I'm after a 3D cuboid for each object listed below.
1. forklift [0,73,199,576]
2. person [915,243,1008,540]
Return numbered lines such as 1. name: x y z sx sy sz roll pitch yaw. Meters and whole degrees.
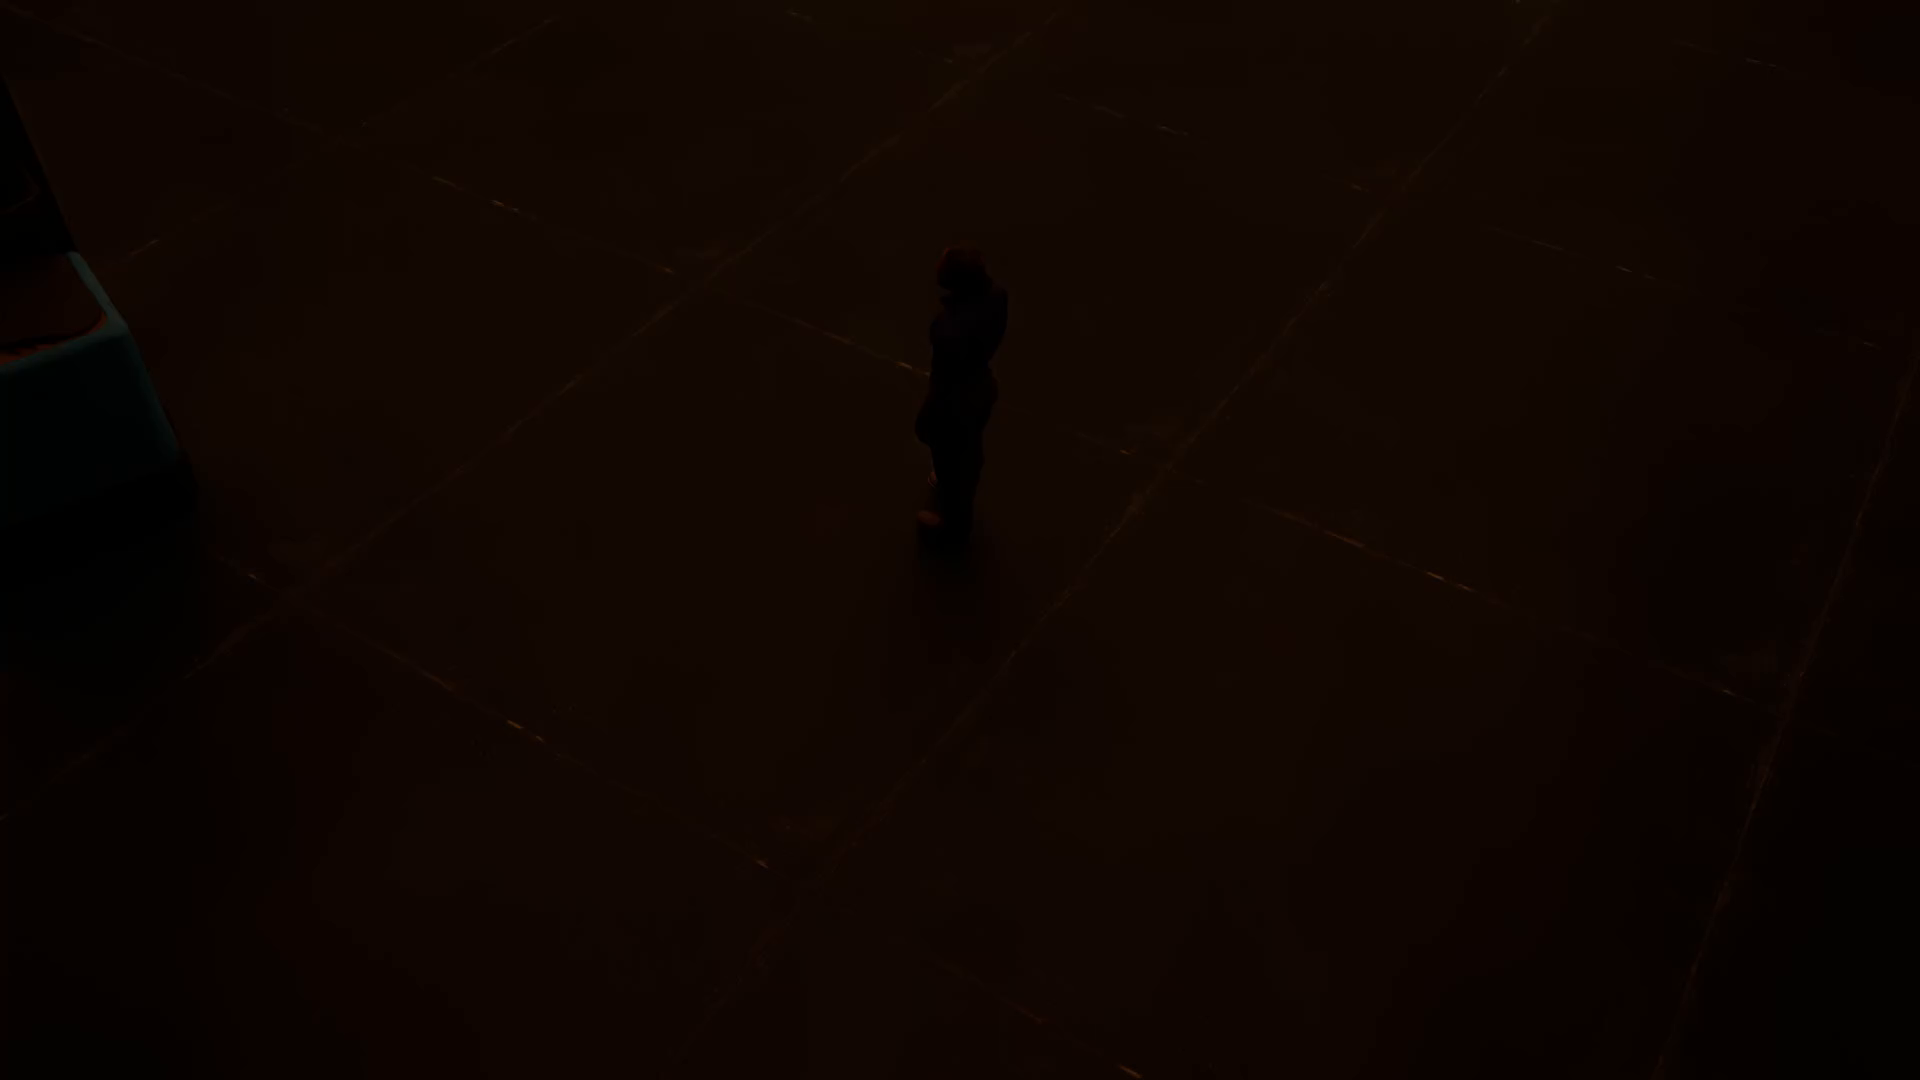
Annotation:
1. forklift: -5.020 -1.848 7.798 1.130 2.935 3.031 -28 50 -26
2. person: -0.063 -0.674 7.428 0.504 1.642 0.570 24 48 23
